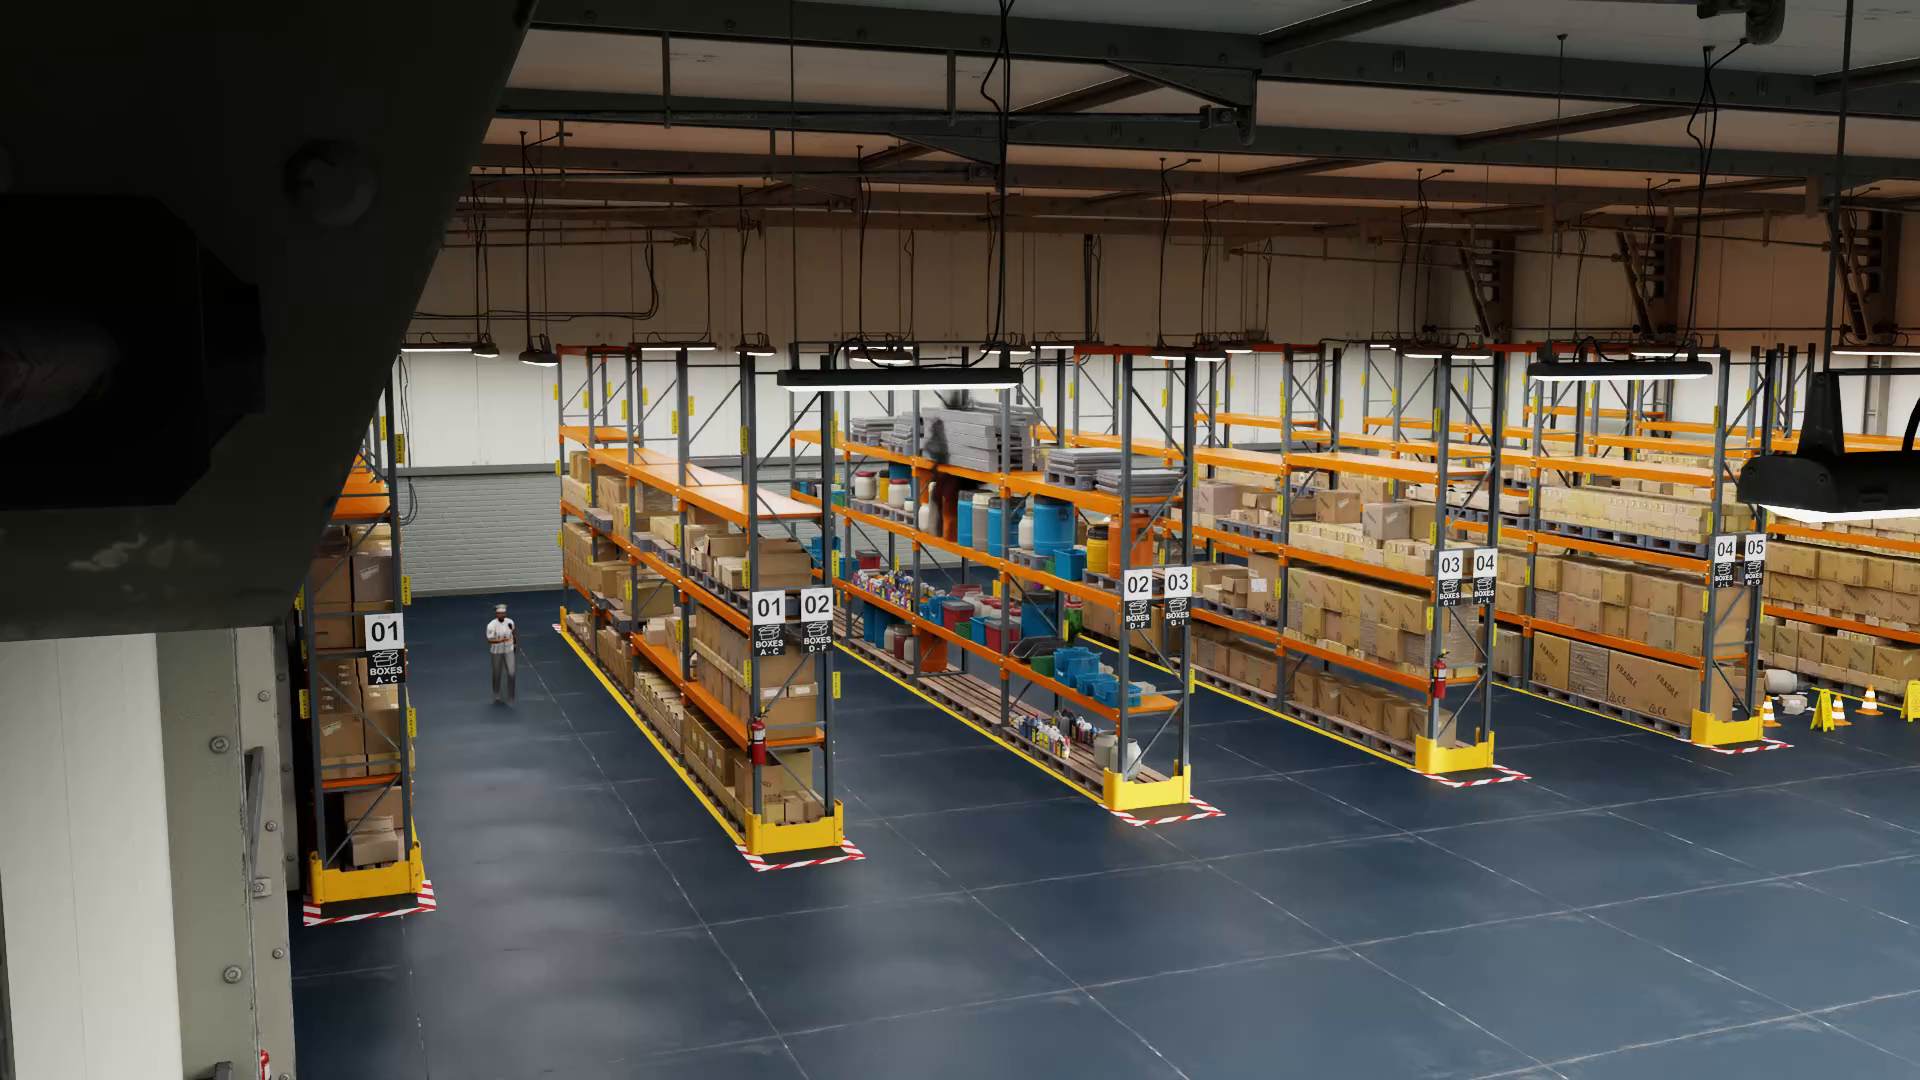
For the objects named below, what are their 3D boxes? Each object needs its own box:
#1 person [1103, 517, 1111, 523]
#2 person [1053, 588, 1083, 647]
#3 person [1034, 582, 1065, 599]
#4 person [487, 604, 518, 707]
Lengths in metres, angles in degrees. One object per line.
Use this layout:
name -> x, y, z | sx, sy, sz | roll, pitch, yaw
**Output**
person -> 3.600, 0.293, 40.744 | 0.641, 1.723, 0.663 | -2, 8, -17
person -> 2.155, 1.340, 31.607 | 0.643, 1.735, 0.896 | -3, 8, -25
person -> 1.810, 1.267, 33.170 | 0.714, 1.733, 0.791 | -3, 8, -25
person -> -7.710, 1.954, 28.064 | 0.538, 1.775, 0.786 | -4, 8, -26
